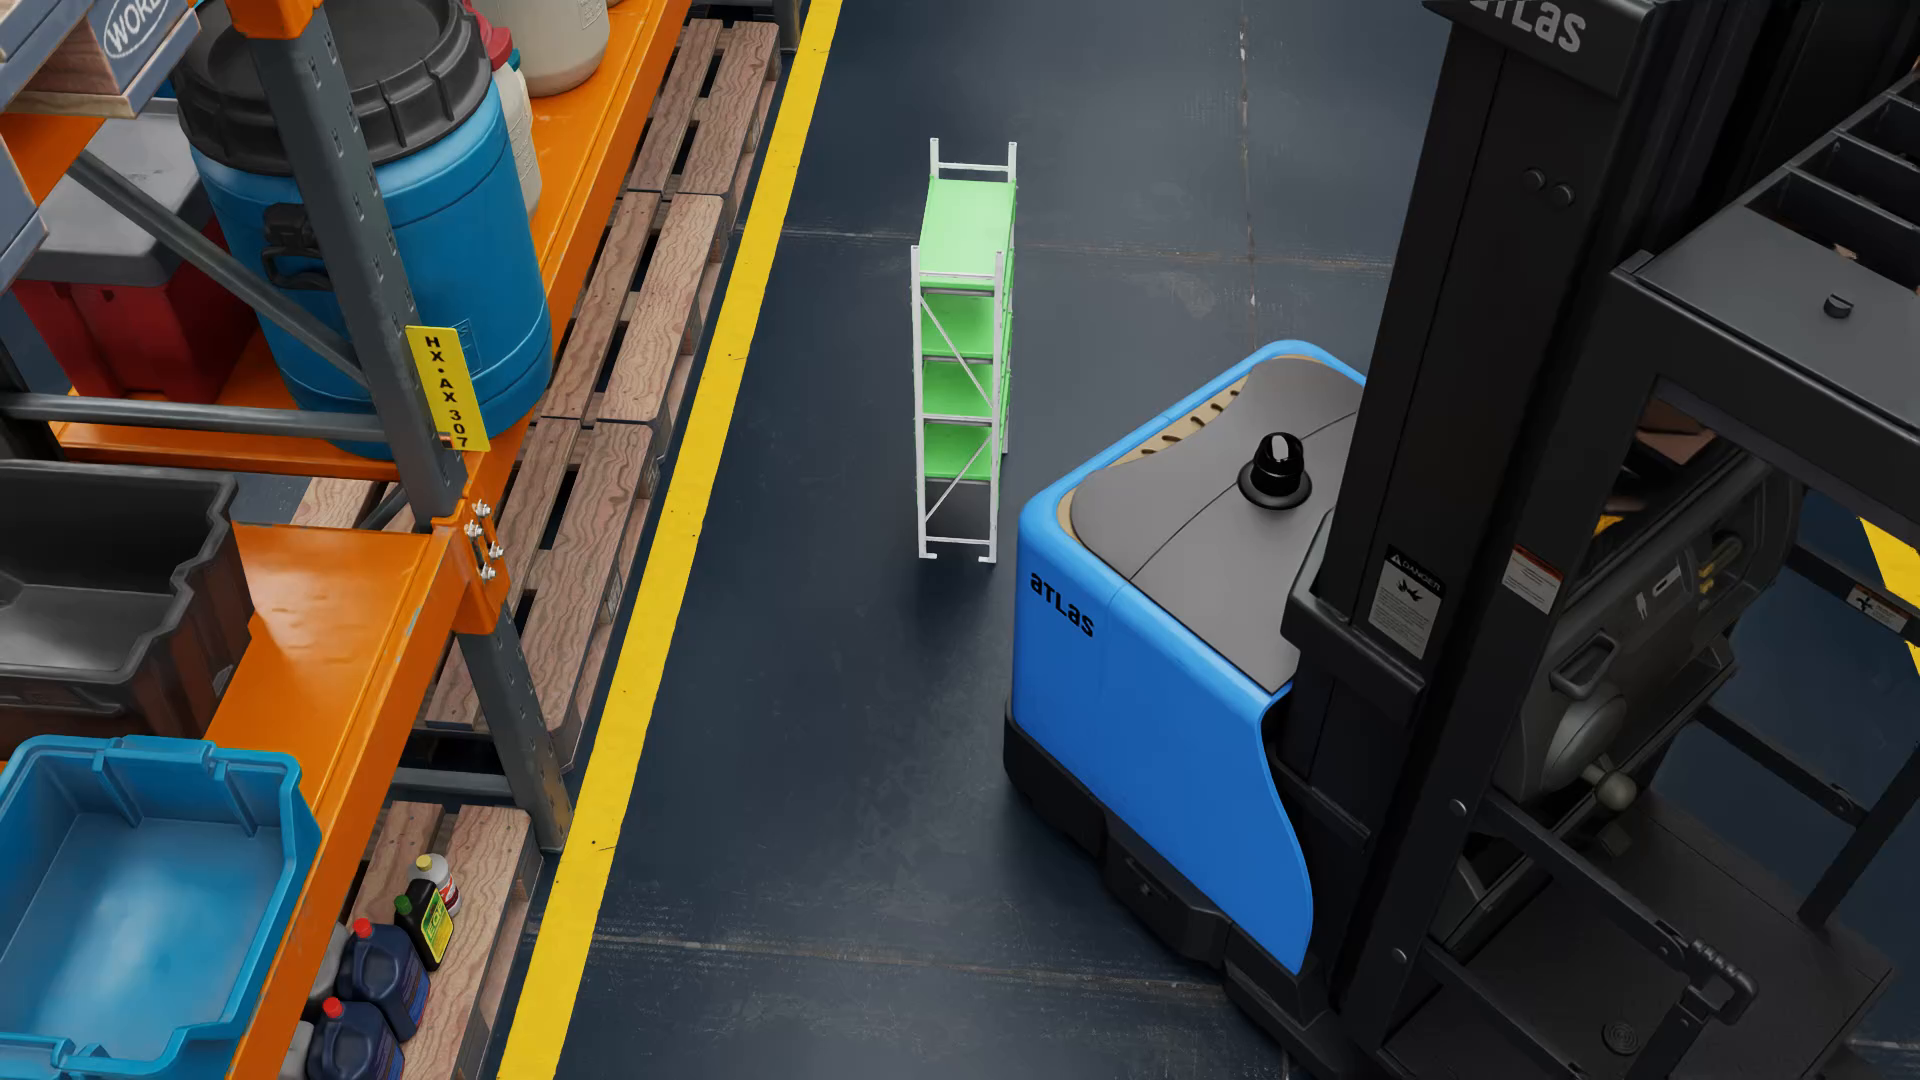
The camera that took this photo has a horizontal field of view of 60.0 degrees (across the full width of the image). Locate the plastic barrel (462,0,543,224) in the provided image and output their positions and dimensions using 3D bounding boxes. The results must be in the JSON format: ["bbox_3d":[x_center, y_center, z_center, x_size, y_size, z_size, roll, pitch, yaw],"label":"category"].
[{"bbox_3d":[-1.255,-0.982,4.023,0.433,0.535,0.433,0,48,0],"label":"plastic barrel"}]

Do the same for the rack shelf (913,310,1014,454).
[{"bbox_3d":[0.015,-0.483,4.966,0.258,0.148,0.480,4,48,4],"label":"rack shelf"}]

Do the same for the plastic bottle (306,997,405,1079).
[{"bbox_3d":[-1.350,1.131,3.679,0.144,0.351,0.185,2,48,2],"label":"plastic bottle"}]

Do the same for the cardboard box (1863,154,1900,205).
[{"bbox_3d":[3.657,-1.257,5.763,0.700,0.500,0.500,0,48,0],"label":"cardboard box"}]

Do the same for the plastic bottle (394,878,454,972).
[{"bbox_3d":[-1.276,0.896,3.940,0.061,0.283,0.133,6,48,5],"label":"plastic bottle"}]

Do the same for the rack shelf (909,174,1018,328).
[{"bbox_3d":[0.015,-0.807,4.611,0.258,0.148,0.480,4,48,4],"label":"rack shelf"}]

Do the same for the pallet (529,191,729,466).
[{"bbox_3d":[-1.419,-0.785,5.825,1.003,0.211,1.213,4,48,4],"label":"pallet"}]

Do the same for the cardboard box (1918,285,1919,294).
[{"bbox_3d":[3.612,-0.840,5.381,0.700,0.500,0.500,7,48,7],"label":"cardboard box"}]

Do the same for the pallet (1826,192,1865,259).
[{"bbox_3d":[3.664,-1.339,6.331,1.003,0.211,1.213,4,48,4],"label":"pallet"}]

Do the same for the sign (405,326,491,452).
[{"bbox_3d":[-1.014,-0.296,3.301,0.100,0.325,0.005,4,48,4],"label":"sign"}]

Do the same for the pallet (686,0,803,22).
[{"bbox_3d":[-1.166,-2.828,7.694,1.003,0.211,1.213,4,48,4],"label":"pallet"}]

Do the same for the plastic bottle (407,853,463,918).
[{"bbox_3d":[-1.283,0.836,4.051,0.097,0.201,0.097,0,48,0],"label":"plastic bottle"}]

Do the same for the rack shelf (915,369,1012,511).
[{"bbox_3d":[0.015,-0.321,5.143,0.258,0.148,0.480,4,48,4],"label":"rack shelf"}]

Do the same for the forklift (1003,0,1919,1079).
[{"bbox_3d":[1.469,0.245,3.040,1.130,2.935,3.031,-33,56,-26],"label":"forklift"}]

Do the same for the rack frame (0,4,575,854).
[{"bbox_3d":[-1.561,-0.248,3.444,1.000,3.000,0.127,4,48,4],"label":"rack frame"}]

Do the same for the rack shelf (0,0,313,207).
[{"bbox_3d":[-1.743,0.452,1.258,1.077,0.370,4.000,4,48,4],"label":"rack shelf"}]

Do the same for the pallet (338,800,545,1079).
[{"bbox_3d":[-1.663,1.184,4.024,1.003,0.211,1.213,4,48,4],"label":"pallet"}]

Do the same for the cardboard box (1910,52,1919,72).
[{"bbox_3d":[3.695,-1.665,6.136,0.700,0.500,0.500,2,48,1],"label":"cardboard box"}]

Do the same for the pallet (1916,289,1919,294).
[{"bbox_3d":[3.550,-0.445,5.514,1.003,0.211,1.213,4,48,4],"label":"pallet"}]

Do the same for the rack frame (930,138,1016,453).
[{"bbox_3d":[0.037,-0.706,5.083,0.240,1.200,0.015,4,48,4],"label":"rack frame"}]

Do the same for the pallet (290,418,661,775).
[{"bbox_3d":[-1.528,0.114,5.003,1.003,0.211,1.213,4,48,4],"label":"pallet"}]

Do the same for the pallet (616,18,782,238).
[{"bbox_3d":[-1.305,-1.679,6.643,1.003,0.211,1.213,4,48,4],"label":"pallet"}]

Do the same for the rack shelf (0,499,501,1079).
[{"bbox_3d":[-1.743,1.465,2.365,1.077,0.370,4.000,4,48,4],"label":"rack shelf"}]

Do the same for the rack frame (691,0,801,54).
[{"bbox_3d":[-1.196,-3.187,6.132,1.000,3.000,0.127,4,48,4],"label":"rack frame"}]

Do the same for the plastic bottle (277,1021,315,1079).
[{"bbox_3d":[-1.500,1.165,3.699,0.152,0.276,0.135,4,48,4],"label":"plastic bottle"}]

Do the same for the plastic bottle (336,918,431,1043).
[{"bbox_3d":[-1.332,0.990,3.808,0.144,0.351,0.185,3,48,2],"label":"plastic bottle"}]

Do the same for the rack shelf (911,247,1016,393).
[{"bbox_3d":[0.015,-0.645,4.789,0.258,0.148,0.480,4,48,4],"label":"rack shelf"}]

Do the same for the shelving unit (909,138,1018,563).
[{"bbox_3d":[0.015,-0.527,4.919,0.258,1.200,0.503,4,48,4],"label":"shelving unit"}]

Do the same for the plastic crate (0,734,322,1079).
[{"bbox_3d":[-1.391,0.634,2.738,0.499,0.251,0.616,4,48,4],"label":"plastic crate"}]

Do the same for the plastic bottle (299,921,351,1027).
[{"bbox_3d":[-1.476,0.981,3.817,0.144,0.351,0.185,4,48,4],"label":"plastic bottle"}]

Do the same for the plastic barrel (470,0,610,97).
[{"bbox_3d":[-1.188,-1.521,4.516,0.433,0.535,0.433,0,48,0],"label":"plastic barrel"}]

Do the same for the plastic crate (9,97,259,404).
[{"bbox_3d":[-1.821,-0.646,3.765,0.402,0.464,0.583,4,48,4],"label":"plastic crate"}]

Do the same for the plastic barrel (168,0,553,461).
[{"bbox_3d":[-1.224,-0.681,3.500,0.600,0.901,0.708,4,48,4],"label":"plastic barrel"}]

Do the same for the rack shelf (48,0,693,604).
[{"bbox_3d":[-1.378,-1.475,5.054,1.077,0.370,4.000,4,48,4],"label":"rack shelf"}]

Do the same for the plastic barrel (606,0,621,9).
[{"bbox_3d":[-1.149,-1.839,4.807,0.433,0.535,0.433,0,48,0],"label":"plastic barrel"}]

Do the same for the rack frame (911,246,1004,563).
[{"bbox_3d":[-0.007,-0.347,4.755,0.240,1.200,0.015,4,48,4],"label":"rack frame"}]

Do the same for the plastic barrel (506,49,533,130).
[{"bbox_3d":[-1.287,-1.163,4.375,0.301,0.262,0.301,0,48,0],"label":"plastic barrel"}]

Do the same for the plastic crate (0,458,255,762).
[{"bbox_3d":[-1.735,0.149,3.123,0.767,0.338,0.504,4,48,4],"label":"plastic crate"}]

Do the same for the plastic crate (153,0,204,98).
[{"bbox_3d":[-1.770,-1.074,4.210,0.392,0.384,0.575,4,48,4],"label":"plastic crate"}]

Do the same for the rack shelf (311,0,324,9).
[{"bbox_3d":[-1.378,-2.487,3.947,1.077,0.370,4.000,4,48,4],"label":"rack shelf"}]
